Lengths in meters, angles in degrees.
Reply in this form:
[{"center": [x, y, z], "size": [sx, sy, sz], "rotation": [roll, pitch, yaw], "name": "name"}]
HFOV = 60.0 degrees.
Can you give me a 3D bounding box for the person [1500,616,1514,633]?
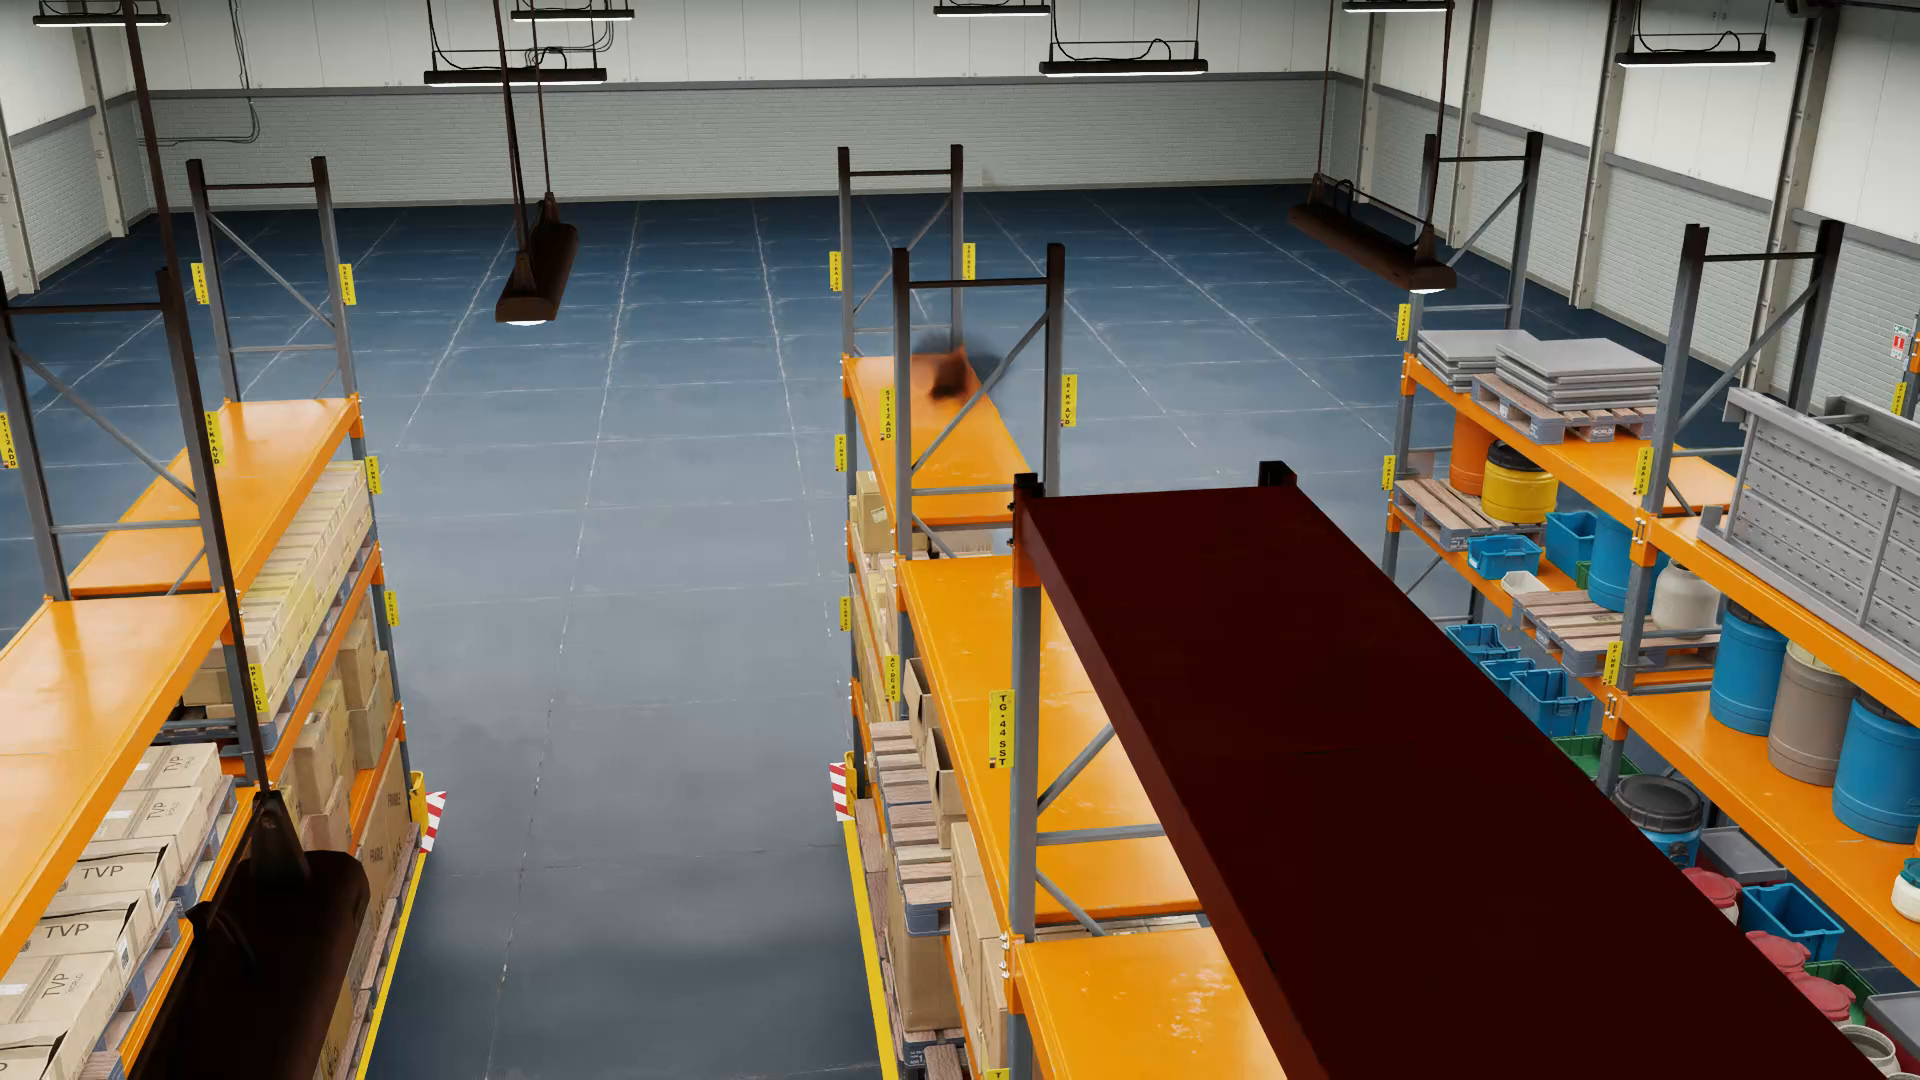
[{"center": [6.533, 0.324, 18.613], "size": [0.918, 1.672, 0.619], "rotation": [4, 22, 11], "name": "person"}]
